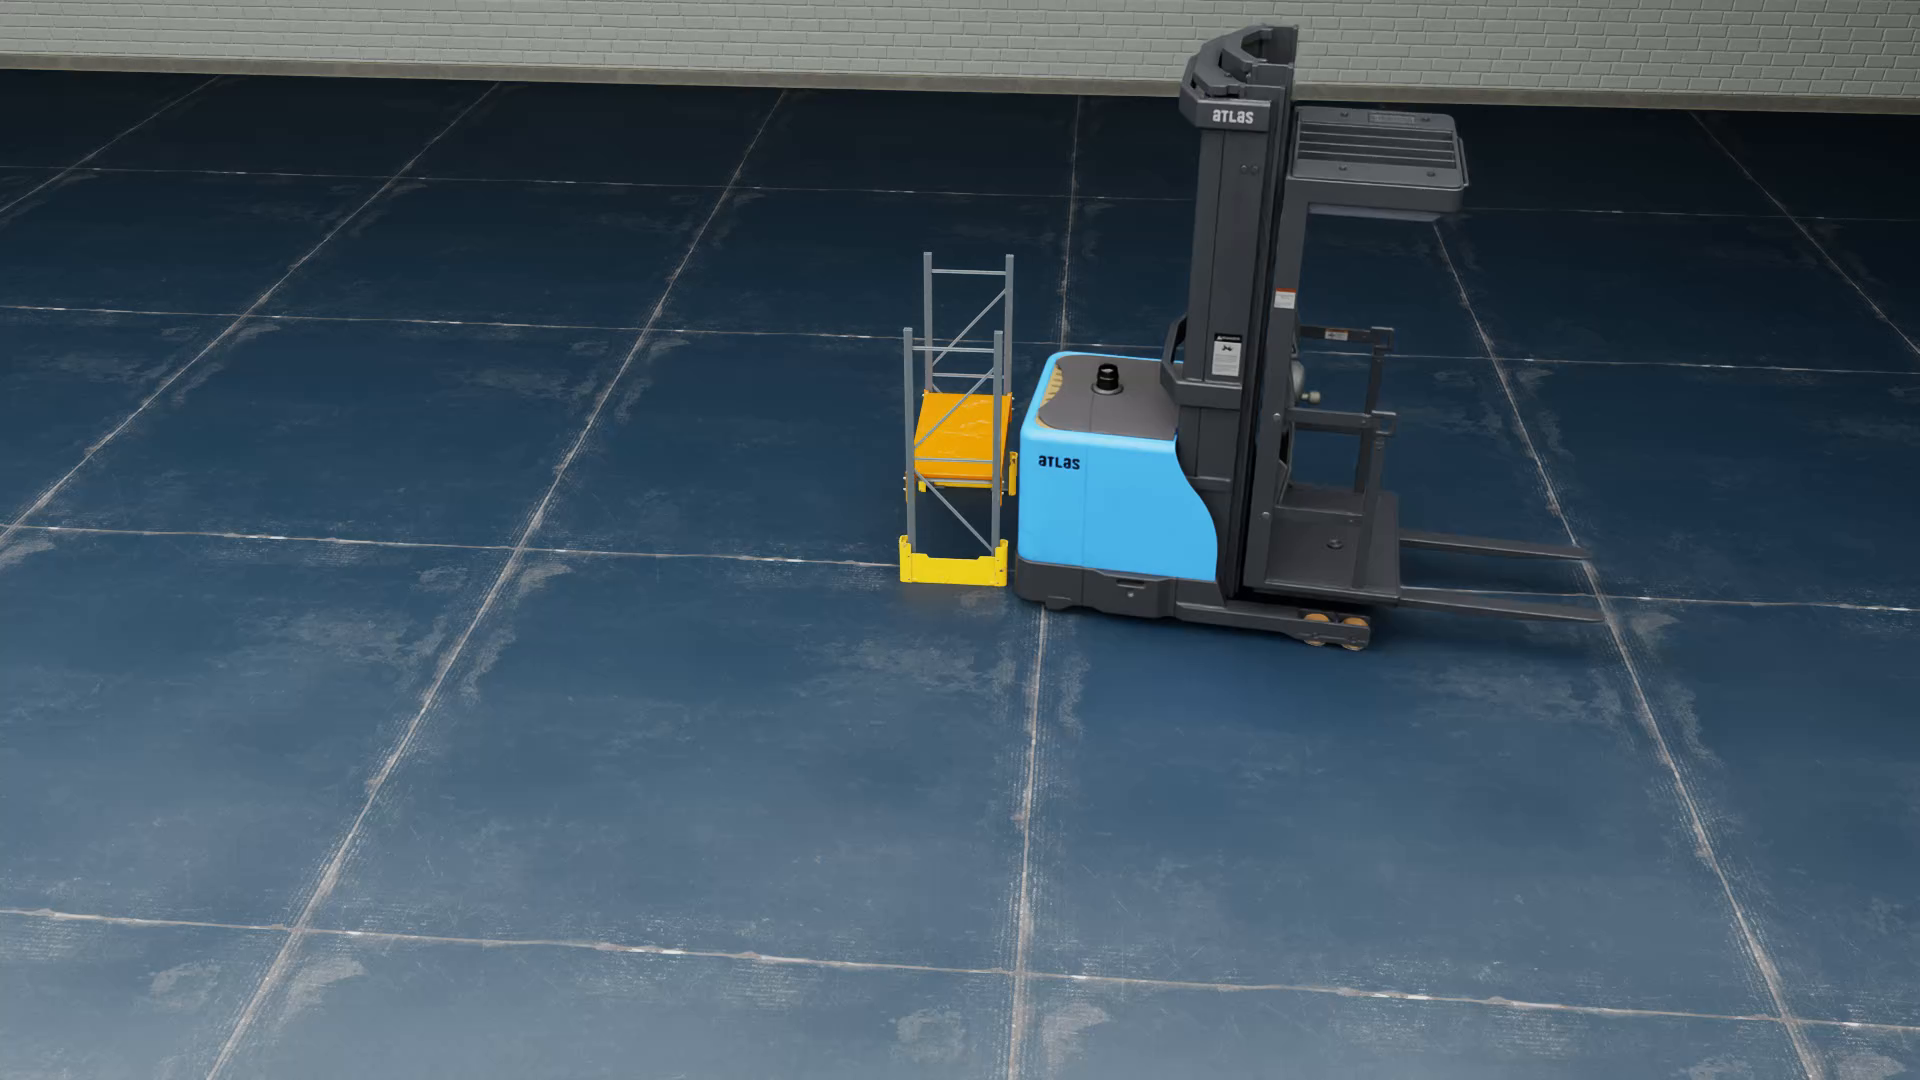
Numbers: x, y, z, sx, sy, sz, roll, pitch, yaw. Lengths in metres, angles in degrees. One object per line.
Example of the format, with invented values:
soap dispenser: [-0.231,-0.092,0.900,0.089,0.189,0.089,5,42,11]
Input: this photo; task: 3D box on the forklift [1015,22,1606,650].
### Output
forklift: [1.865,-0.983,8.332,3.031,2.935,1.130,6,32,10]

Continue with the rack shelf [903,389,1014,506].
rack shelf: [0.007,-0.530,9.304,0.538,0.185,1.000,2,32,4]

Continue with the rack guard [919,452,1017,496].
rack guard: [0.047,-0.407,9.952,0.587,0.250,0.087,2,32,4]

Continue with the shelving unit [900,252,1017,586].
shelving unit: [0.006,-0.678,9.201,0.587,1.500,1.083,2,32,4]

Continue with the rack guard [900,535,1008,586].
rack guard: [-0.034,0.114,9.107,0.587,0.250,0.087,2,32,4]

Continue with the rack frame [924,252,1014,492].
rack frame: [0.048,-0.949,9.641,0.500,1.500,0.032,2,32,4]

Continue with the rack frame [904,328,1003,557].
rack frame: [-0.034,-0.417,8.778,0.500,1.500,0.032,2,32,4]
